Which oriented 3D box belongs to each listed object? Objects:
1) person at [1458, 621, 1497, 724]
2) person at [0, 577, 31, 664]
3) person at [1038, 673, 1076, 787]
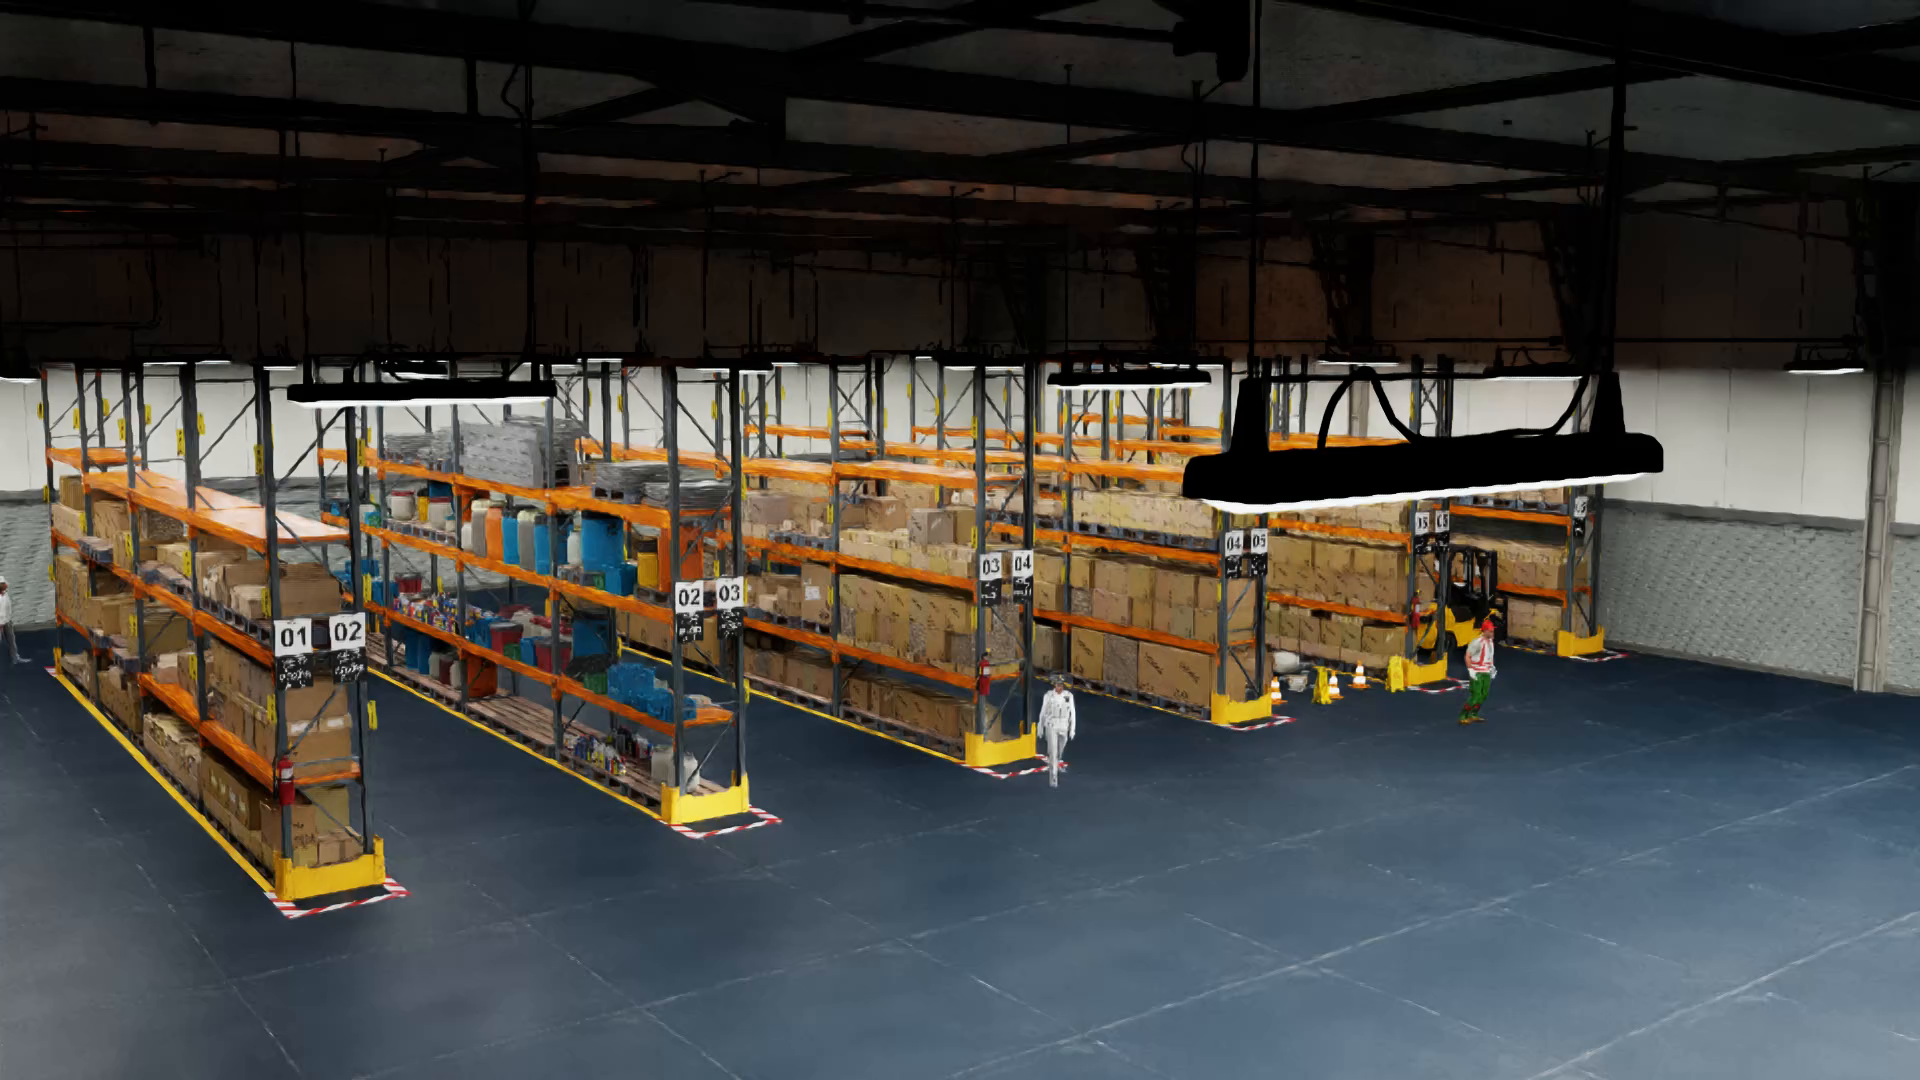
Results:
[{"bbox_3d":[8.598,2.181,27.491,0.677,1.741,0.551,-5,9,-37],"label":"person"},{"bbox_3d":[-18.561,1.577,32.262,0.567,1.755,0.740,0,7,1],"label":"person"},{"bbox_3d":[1.389,2.670,23.846,0.521,1.611,0.934,-2,7,-15],"label":"person"}]
